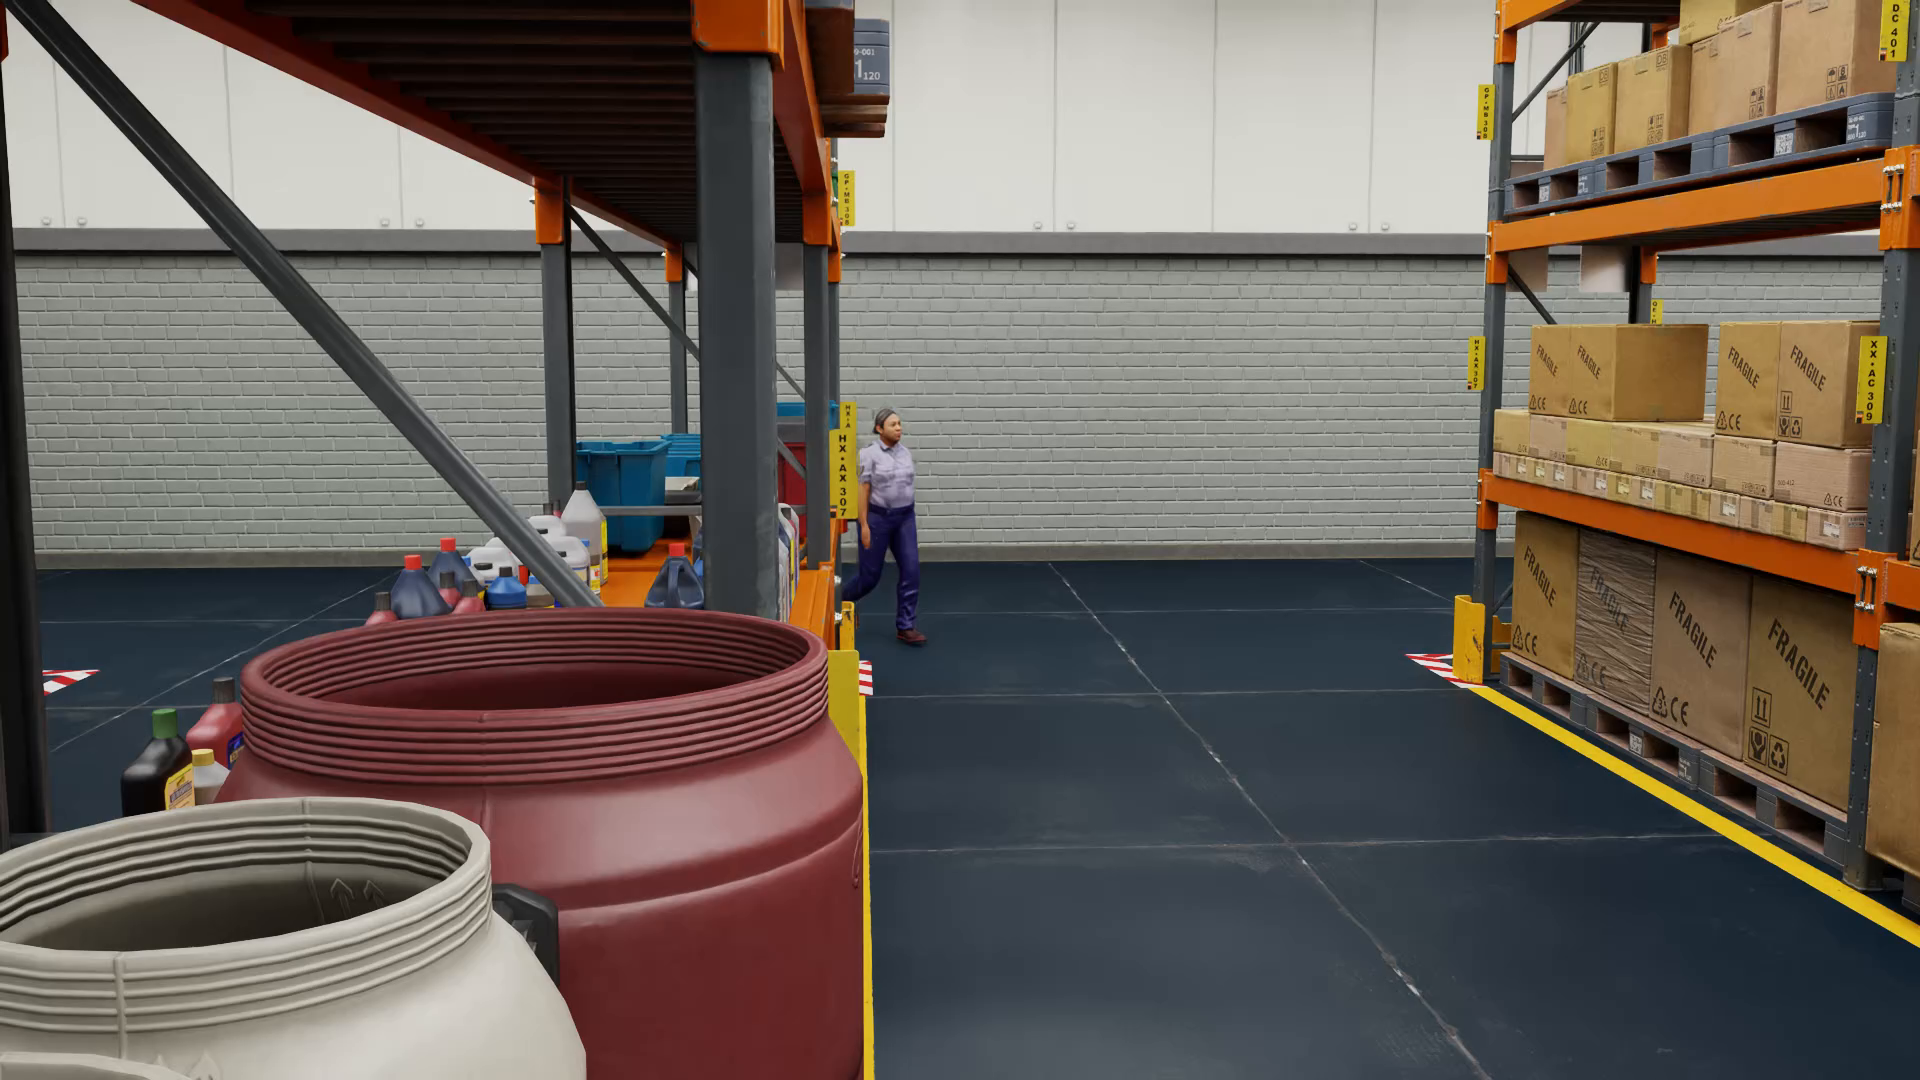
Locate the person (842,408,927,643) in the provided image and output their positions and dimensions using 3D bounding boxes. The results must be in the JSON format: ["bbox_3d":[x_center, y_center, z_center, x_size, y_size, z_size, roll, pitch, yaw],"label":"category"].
[{"bbox_3d":[-0.540,-0.118,11.684,0.473,1.615,0.807,-5,9,-35],"label":"person"}]
